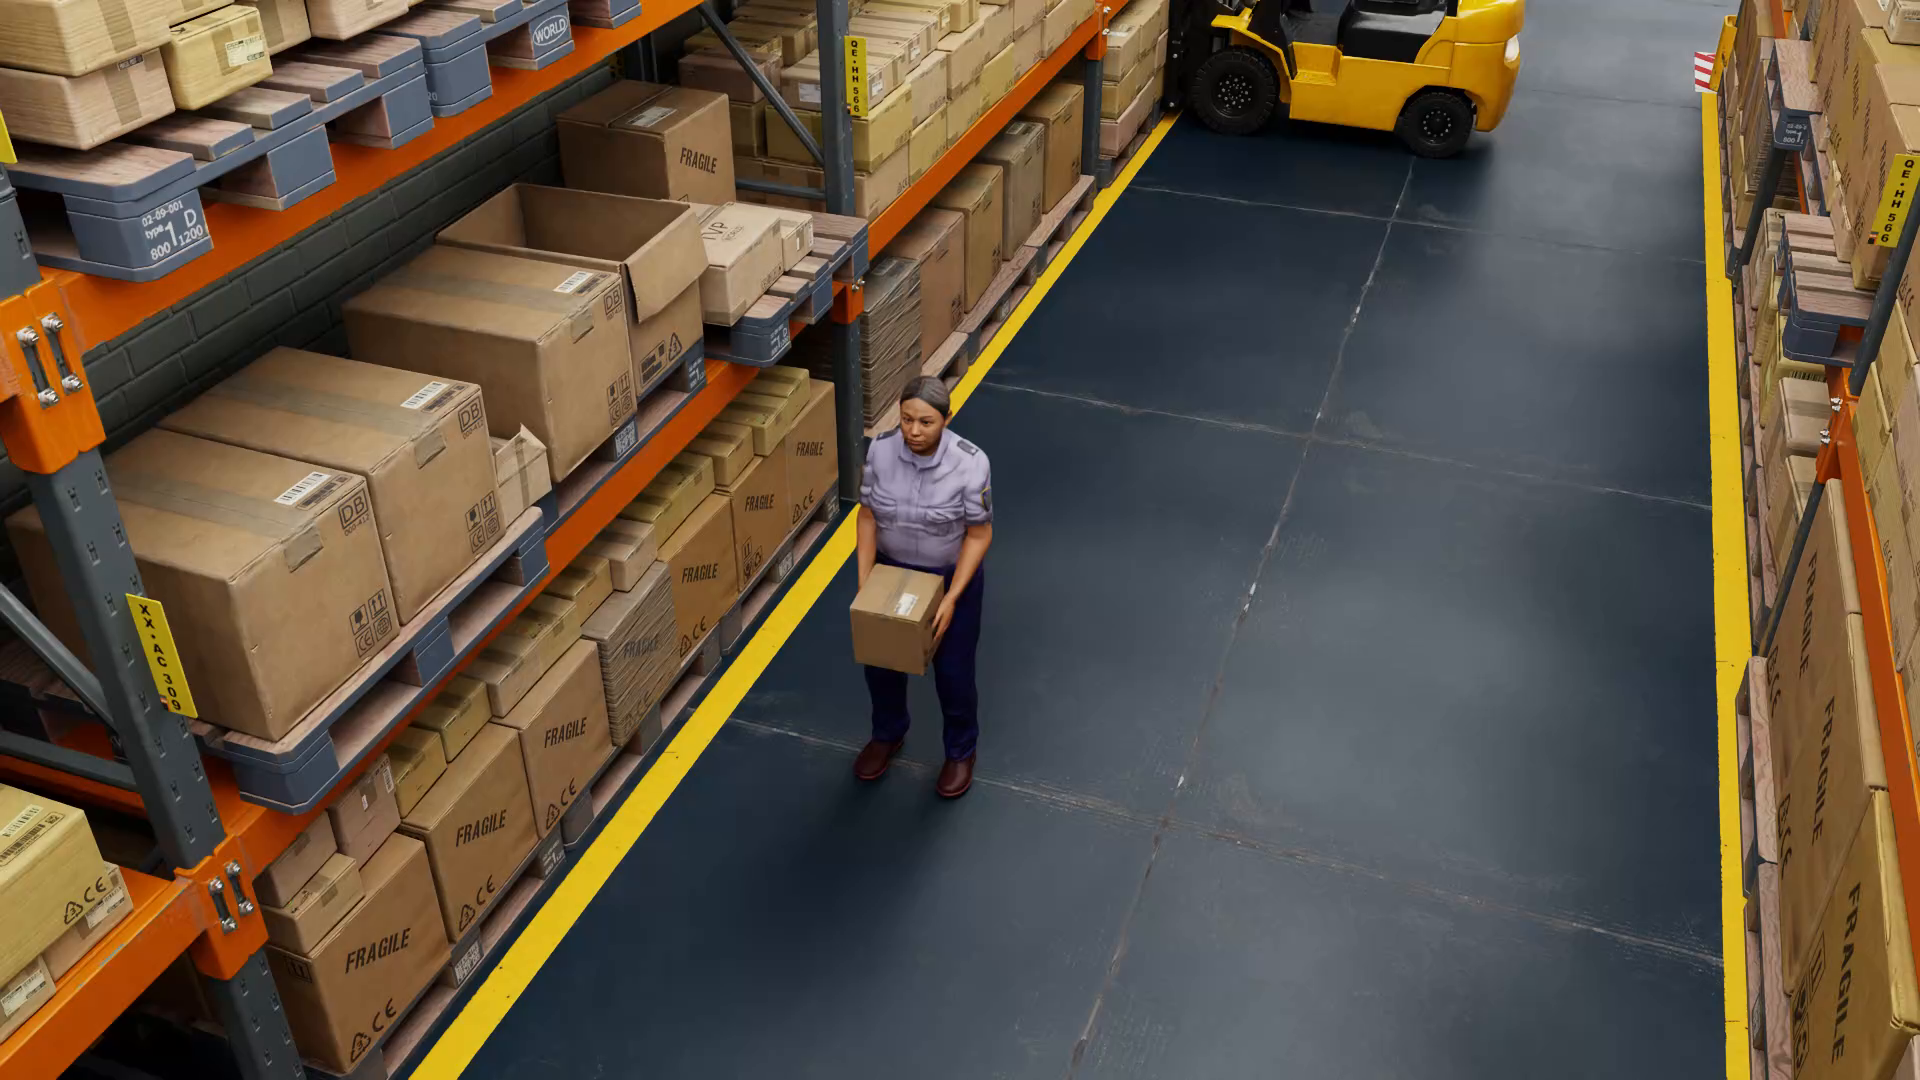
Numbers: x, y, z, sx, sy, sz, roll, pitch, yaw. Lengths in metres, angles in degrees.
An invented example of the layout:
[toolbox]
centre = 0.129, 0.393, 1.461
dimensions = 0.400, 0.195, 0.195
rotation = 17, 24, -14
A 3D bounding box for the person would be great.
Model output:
[person]
centre = -0.123, 0.163, 5.900
dimensions = 0.564, 1.652, 0.364
rotation = 9, 35, 14
